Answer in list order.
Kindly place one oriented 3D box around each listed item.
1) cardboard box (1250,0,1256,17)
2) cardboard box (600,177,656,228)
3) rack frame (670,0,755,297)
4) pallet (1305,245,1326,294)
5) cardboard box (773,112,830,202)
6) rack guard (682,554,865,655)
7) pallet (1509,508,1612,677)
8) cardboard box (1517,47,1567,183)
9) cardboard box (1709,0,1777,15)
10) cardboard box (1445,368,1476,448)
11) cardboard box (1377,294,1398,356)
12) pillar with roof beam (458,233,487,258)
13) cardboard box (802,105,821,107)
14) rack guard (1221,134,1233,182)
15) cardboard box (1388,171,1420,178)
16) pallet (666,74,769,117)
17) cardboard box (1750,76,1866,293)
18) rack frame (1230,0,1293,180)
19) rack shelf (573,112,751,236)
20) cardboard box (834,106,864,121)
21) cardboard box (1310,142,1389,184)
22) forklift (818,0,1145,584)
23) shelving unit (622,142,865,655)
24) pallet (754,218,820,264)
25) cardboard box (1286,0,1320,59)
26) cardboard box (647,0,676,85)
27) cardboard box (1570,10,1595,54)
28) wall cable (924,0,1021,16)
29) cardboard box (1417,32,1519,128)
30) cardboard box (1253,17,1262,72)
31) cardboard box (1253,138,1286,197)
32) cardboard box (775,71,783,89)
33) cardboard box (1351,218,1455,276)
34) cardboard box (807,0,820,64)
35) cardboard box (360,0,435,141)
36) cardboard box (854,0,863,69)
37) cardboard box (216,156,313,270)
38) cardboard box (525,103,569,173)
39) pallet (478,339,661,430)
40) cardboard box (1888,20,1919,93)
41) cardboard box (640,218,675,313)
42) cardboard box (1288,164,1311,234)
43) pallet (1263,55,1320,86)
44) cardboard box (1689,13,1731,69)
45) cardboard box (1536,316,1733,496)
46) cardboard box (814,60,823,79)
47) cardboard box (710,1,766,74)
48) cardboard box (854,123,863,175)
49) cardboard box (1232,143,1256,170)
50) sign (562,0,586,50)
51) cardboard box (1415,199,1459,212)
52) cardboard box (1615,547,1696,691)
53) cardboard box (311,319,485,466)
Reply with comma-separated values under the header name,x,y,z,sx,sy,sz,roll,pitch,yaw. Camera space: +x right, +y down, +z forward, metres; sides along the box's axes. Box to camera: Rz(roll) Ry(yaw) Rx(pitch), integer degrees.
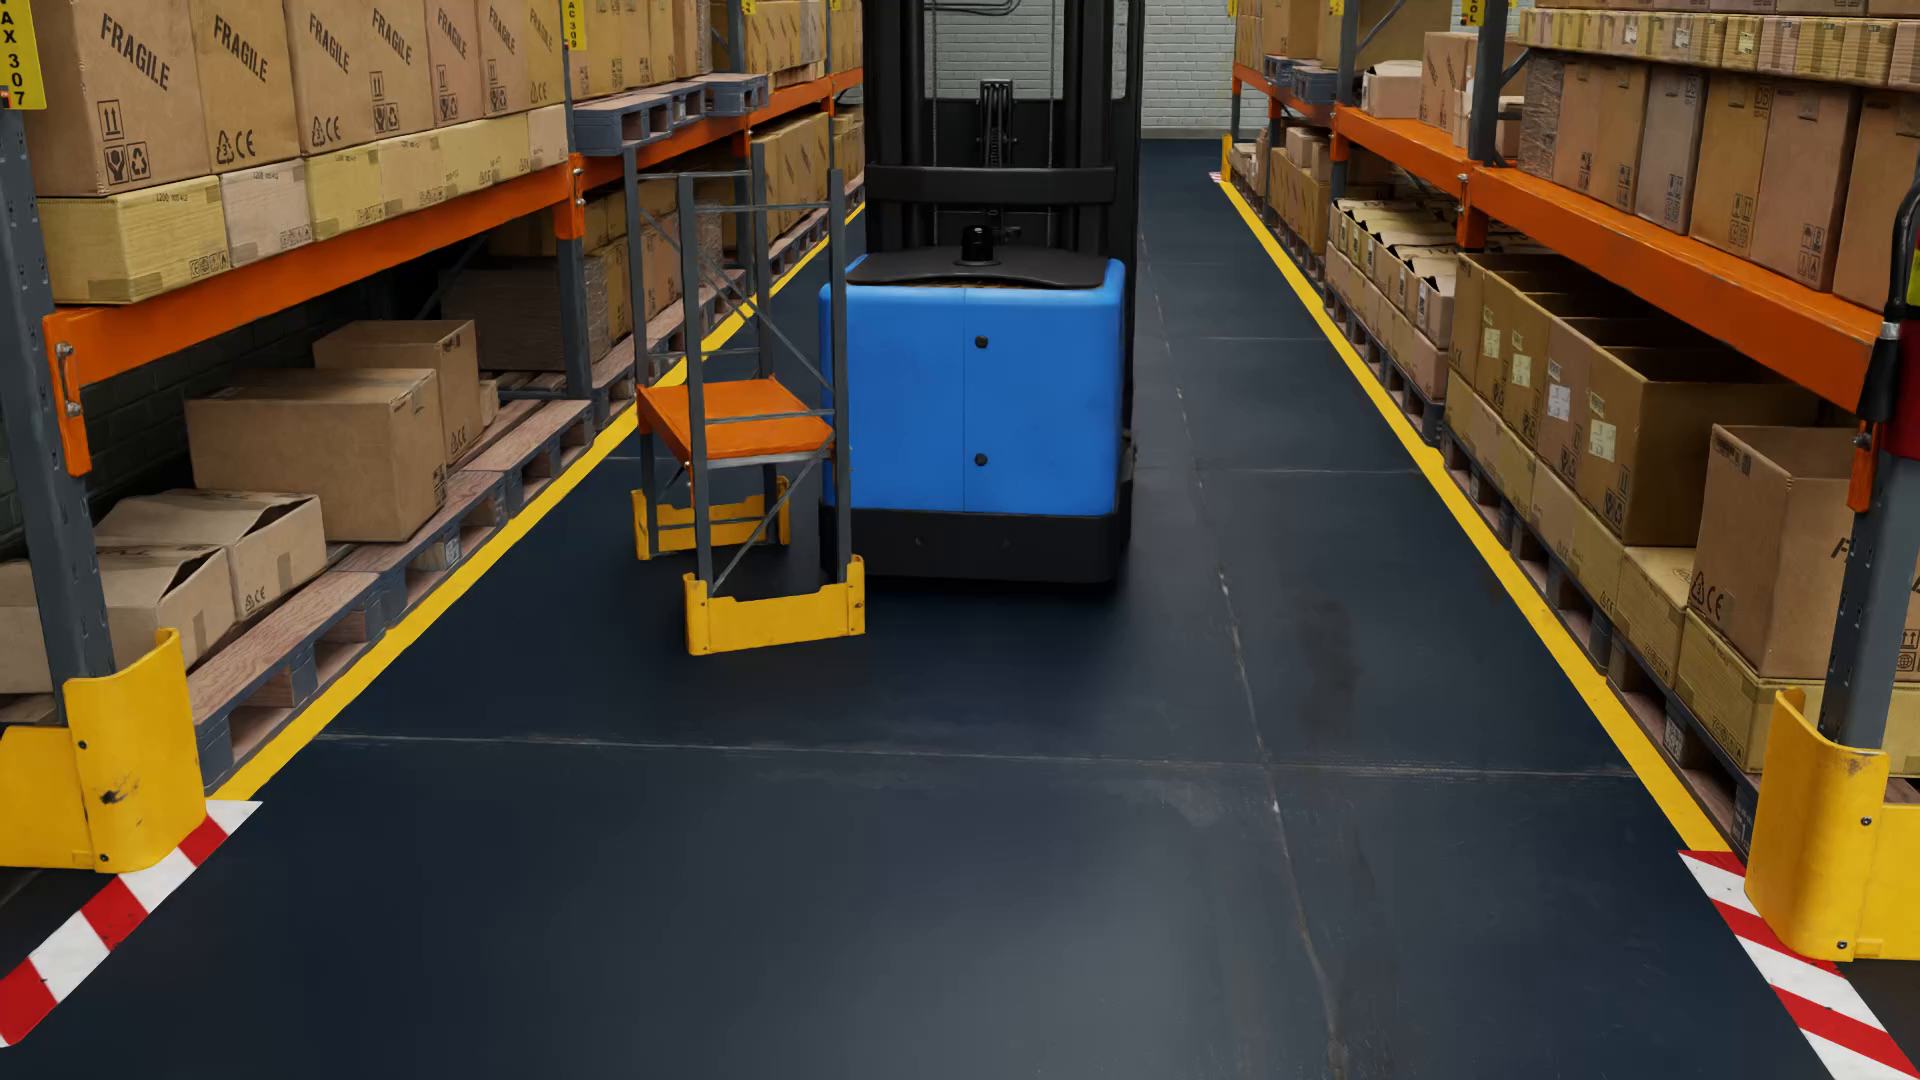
name,x,y,z,sx,sy,sz,roll,pitch,yaw
cardboard box,3.162,-5.443,16.450,0.500,0.500,0.500,1,18,3
cardboard box,-2.086,-1.970,9.721,0.500,0.250,0.500,1,18,4
rack frame,-1.951,-3.152,11.226,1.000,3.000,0.127,1,18,4
pallet,3.081,-1.949,12.032,1.003,0.211,1.213,1,18,4
cardboard box,-1.581,-3.368,14.662,0.750,0.750,0.750,1,18,5
rack guard,-0.598,0.208,5.388,0.587,0.250,0.087,-6,19,-19
pallet,2.520,0.150,5.625,1.003,0.211,1.213,1,18,4
cardboard box,2.678,-1.710,6.665,0.700,0.500,0.500,1,18,2
cardboard box,2.534,-1.704,4.561,0.700,0.500,0.500,1,18,4
cardboard box,2.368,-0.556,7.045,0.500,0.250,0.500,1,18,4
cardboard box,2.518,-1.145,8.841,0.500,0.250,0.500,2,18,5
pillar with roof beam,1.387,-5.523,8.826,9.100,9.000,0.400,1,18,4
cardboard box,-1.554,-4.623,18.014,0.380,0.149,0.250,1,18,4
rack guard,3.558,-4.316,18.792,1.175,0.500,0.348,1,18,4
cardboard box,3.381,-2.518,12.597,0.500,0.500,0.500,1,18,3
pallet,-1.896,-2.838,10.574,1.213,0.211,1.003,1,18,4
cardboard box,2.496,-0.914,4.234,0.700,0.500,0.500,2,18,5
rack frame,3.563,-5.528,18.475,1.000,3.000,0.127,1,18,4
rack shelf,-2.095,-2.189,9.443,1.077,0.370,4.000,1,18,4
cardboard box,-1.173,-4.614,17.985,0.380,0.149,0.250,2,18,5
cardboard box,2.823,-2.734,12.053,0.500,0.250,0.500,2,18,6
forklift,0.196,-1.657,6.773,1.130,2.935,3.031,2,18,7
shelving unit,-0.767,-0.532,5.639,0.587,1.500,1.083,-6,19,-19
pallet,-1.729,-2.448,13.556,1.003,0.211,1.213,1,18,4
cardboard box,3.034,-4.175,13.513,0.700,0.500,0.500,4,19,13
cardboard box,-2.042,-2.875,9.514,0.700,0.500,0.500,1,18,4
cardboard box,2.439,-1.838,6.012,0.380,0.149,0.250,1,18,3
wall cable,-0.616,-8.761,23.695,3.097,2.526,0.112,1,18,4
cardboard box,2.886,-2.569,9.285,0.500,0.500,0.500,0,18,1
cardboard box,3.127,-4.814,16.135,0.500,0.500,0.500,2,18,5
cardboard box,3.035,-3.490,15.564,0.500,0.500,0.500,1,18,4
cardboard box,-1.598,-3.616,13.013,0.380,0.149,0.250,1,18,4
cardboard box,2.591,-1.725,9.710,0.500,0.311,0.500,1,18,2
cardboard box,-1.473,-4.285,14.014,0.500,0.500,0.500,1,18,4
cardboard box,-2.077,-1.578,5.426,0.500,0.500,0.500,2,18,6
cardboard box,-1.509,-5.158,16.866,0.980,0.700,0.700,0,18,1
cardboard box,-2.150,-0.912,4.598,0.500,0.250,0.500,1,18,2
cardboard box,-1.970,-1.694,6.986,0.500,0.250,0.500,1,18,4
pallet,-2.184,-0.827,8.607,1.003,0.211,1.213,1,18,4
cardboard box,2.254,-1.037,3.568,0.380,0.149,0.250,1,18,3
cardboard box,-2.111,-1.636,9.908,0.700,0.500,0.500,1,18,4
cardboard box,2.892,-2.684,13.104,0.500,0.500,0.500,1,18,2
pallet,3.111,-3.948,13.964,1.003,0.211,1.213,1,18,4
cardboard box,2.345,-1.439,4.796,0.380,0.149,0.250,2,18,5
cardboard box,2.252,-0.447,5.507,0.500,0.500,0.500,1,18,4
cardboard box,-1.401,-4.095,14.473,0.380,0.149,0.250,2,18,5
cardboard box,-1.661,-3.496,11.604,0.500,0.500,0.500,2,18,6
cardboard box,-1.399,-4.117,17.512,0.700,0.500,0.500,1,18,2
cardboard box,3.206,-4.112,17.865,0.500,0.250,0.500,1,18,4
sign,-1.696,-2.312,7.271,0.100,0.325,0.005,1,18,4
cardboard box,3.198,-2.034,10.655,0.500,0.311,0.500,2,18,5
cardboard box,2.184,0.220,4.676,0.500,0.250,0.500,1,18,4
cardboard box,-2.273,-0.608,6.769,0.500,0.500,0.500,0,18,0
